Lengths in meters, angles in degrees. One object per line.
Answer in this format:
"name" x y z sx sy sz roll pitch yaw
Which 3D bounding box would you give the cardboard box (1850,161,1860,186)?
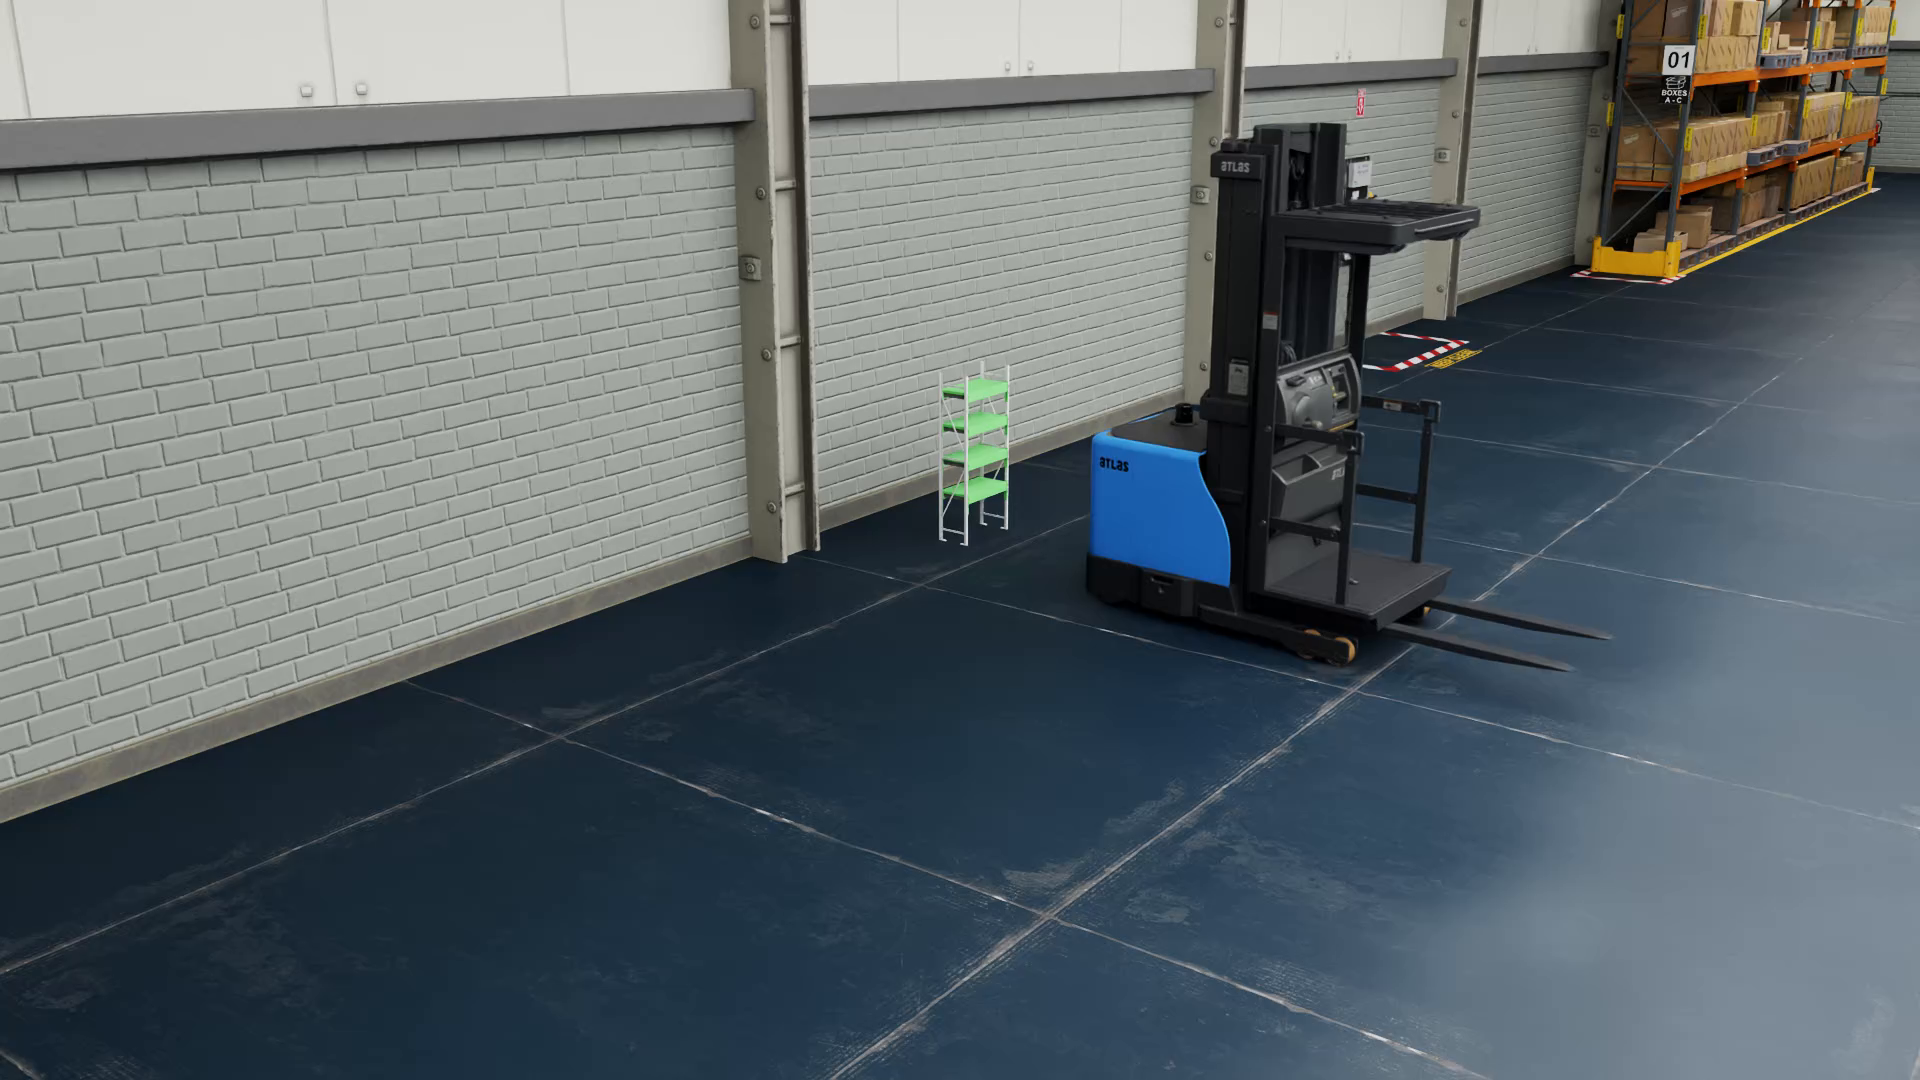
"cardboard box" 18.695 -7.830 35.406 0.700 0.500 0.500 12 21 35

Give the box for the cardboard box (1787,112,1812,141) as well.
"cardboard box" 15.058 -7.491 30.104 0.500 0.500 0.500 13 22 36

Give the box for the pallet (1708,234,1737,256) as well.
"pallet" 11.808 -4.770 26.749 1.003 0.211 1.213 12 21 35

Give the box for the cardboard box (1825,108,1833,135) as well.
"cardboard box" 16.272 -7.977 31.670 0.500 0.500 0.500 12 21 35

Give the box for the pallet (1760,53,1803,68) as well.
"pallet" 13.249 -7.987 27.664 1.213 0.211 1.003 12 21 35

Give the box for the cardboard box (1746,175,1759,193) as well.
"cardboard box" 13.484 -6.167 28.753 0.500 0.250 0.500 12 21 34

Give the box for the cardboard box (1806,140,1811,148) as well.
"cardboard box" 15.329 -7.255 30.438 0.380 0.149 0.250 13 22 36

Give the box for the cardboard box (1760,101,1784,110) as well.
"cardboard box" 14.382 -7.701 29.481 0.380 0.149 0.250 9 20 28

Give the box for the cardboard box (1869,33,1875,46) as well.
"cardboard box" 18.185 -10.143 33.668 0.500 0.250 0.500 12 21 33

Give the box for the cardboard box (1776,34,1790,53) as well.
"cardboard box" 13.717 -8.420 28.534 0.797 0.503 0.637 16 24 42

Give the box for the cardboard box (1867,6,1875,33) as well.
"cardboard box" 17.898 -10.385 33.181 0.500 0.500 0.500 12 21 34

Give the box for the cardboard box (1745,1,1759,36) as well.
"cardboard box" 11.779 -7.935 25.293 0.500 0.500 0.500 14 22 38

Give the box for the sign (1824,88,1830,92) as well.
"sign" 18.888 -9.677 36.255 0.100 0.325 0.005 12 21 35

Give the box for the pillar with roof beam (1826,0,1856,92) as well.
"pillar with roof beam" 23.701 -12.027 35.298 9.100 9.000 0.400 12 21 35

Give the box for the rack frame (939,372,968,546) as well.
"rack frame" -0.047 -0.554 11.506 0.240 1.200 0.015 12 21 35

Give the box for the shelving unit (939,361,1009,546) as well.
"shelving unit" 0.099 -0.612 11.693 0.258 1.200 0.503 12 21 35

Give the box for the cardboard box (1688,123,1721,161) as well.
"cardboard box" 10.938 -5.910 24.672 0.500 0.500 0.500 12 21 33

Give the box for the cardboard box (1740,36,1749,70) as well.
"cardboard box" 11.766 -7.476 25.500 0.500 0.500 0.500 10 20 30

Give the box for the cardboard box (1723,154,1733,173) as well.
"cardboard box" 11.550 -5.800 25.583 0.500 0.250 0.500 12 21 34

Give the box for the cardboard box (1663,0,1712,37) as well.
"cardboard box" 10.221 -7.332 23.350 0.500 0.500 0.500 11 20 31

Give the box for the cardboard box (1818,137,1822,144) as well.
"cardboard box" 16.180 -7.638 31.671 0.380 0.149 0.250 12 21 33

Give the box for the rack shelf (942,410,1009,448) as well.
"rack shelf" 0.099 -0.781 11.641 0.258 0.148 0.480 12 21 35

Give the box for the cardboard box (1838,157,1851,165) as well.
"cardboard box" 18.136 -7.824 34.294 0.380 0.149 0.250 12 21 33

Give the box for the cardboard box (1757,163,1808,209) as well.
"cardboard box" 15.107 -6.547 30.685 0.750 0.750 0.750 12 21 34

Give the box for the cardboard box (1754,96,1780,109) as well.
"cardboard box" 14.625 -7.932 30.261 0.500 0.250 0.500 13 22 36

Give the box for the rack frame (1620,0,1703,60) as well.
"rack frame" 9.797 -8.181 22.914 1.000 3.000 0.127 12 21 35

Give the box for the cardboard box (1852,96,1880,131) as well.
"cardboard box" 19.034 -9.146 35.633 0.980 0.700 0.700 14 22 37

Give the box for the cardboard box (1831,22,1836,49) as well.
"cardboard box" 16.334 -9.674 31.870 0.700 0.500 0.500 11 20 32

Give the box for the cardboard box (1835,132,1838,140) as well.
"cardboard box" 16.973 -7.933 32.621 0.380 0.149 0.250 13 21 35

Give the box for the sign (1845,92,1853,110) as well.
"sign" 17.388 -8.595 32.546 0.100 0.325 0.005 12 21 35

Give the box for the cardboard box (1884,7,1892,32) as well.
"cardboard box" 19.113 -10.871 34.747 0.500 0.500 0.500 12 21 35

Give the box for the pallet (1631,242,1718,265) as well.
"pallet" 11.082 -4.479 25.810 1.003 0.211 1.213 12 21 35

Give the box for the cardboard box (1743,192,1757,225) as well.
"cardboard box" 13.209 -5.709 28.544 0.700 0.500 0.500 13 21 35

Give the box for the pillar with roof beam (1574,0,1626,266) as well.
"pillar with roof beam" 12.976 -7.740 21.493 9.100 9.000 0.400 12 21 35

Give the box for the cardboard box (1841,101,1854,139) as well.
"cardboard box" 17.283 -8.443 33.369 0.980 0.700 0.700 13 21 36

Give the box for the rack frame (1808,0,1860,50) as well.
"rack frame" 16.947 -11.039 32.117 1.000 3.000 0.127 12 21 35

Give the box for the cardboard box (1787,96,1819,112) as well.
"cardboard box" 15.361 -7.969 30.380 0.500 0.250 0.500 12 21 34

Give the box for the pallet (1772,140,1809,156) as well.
"pallet" 14.224 -6.941 29.360 1.213 0.211 1.003 12 21 35

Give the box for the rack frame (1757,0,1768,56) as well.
"rack frame" 12.180 -9.133 25.981 1.000 3.000 0.127 12 21 35

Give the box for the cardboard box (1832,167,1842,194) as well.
"cardboard box" 17.475 -7.341 33.831 0.700 0.500 0.500 13 21 35

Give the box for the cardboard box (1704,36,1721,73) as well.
"cardboard box" 10.545 -6.963 23.846 0.500 0.500 0.500 14 22 38

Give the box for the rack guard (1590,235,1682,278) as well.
"rack guard" 9.842 -4.140 24.232 1.175 0.500 0.348 12 21 35

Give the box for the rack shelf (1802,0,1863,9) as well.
"rack shelf" 15.755 -10.028 30.749 1.077 0.370 4.000 12 21 35

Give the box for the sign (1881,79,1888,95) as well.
"sign" 19.758 -9.693 35.549 0.100 0.325 0.005 12 21 35

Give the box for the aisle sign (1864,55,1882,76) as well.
"aisle sign" 19.614 -10.332 35.574 0.394 0.787 0.004 12 21 35

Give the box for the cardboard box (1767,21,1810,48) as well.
"cardboard box" 14.801 -9.035 29.812 0.700 0.500 0.500 11 20 30

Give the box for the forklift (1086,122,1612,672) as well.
"forklift" 2.256 -0.858 9.566 3.031 2.935 1.130 14 22 37

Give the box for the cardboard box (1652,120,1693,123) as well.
"cardboard box" 10.819 -6.123 25.359 0.500 0.500 0.500 13 21 35

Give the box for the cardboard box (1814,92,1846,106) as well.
"cardboard box" 16.874 -8.575 32.330 0.500 0.250 0.500 13 22 36

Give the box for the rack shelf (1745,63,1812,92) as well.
"rack shelf" 13.372 -7.834 28.067 1.077 0.370 4.000 12 21 35

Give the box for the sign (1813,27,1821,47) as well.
"sign" 14.998 -8.804 29.107 0.100 0.325 0.005 12 21 35

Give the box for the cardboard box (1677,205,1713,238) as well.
"cardboard box" 11.594 -5.030 26.358 0.500 0.500 0.500 11 20 31

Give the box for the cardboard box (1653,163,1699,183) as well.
"cardboard box" 10.342 -5.314 24.016 0.500 0.250 0.500 12 21 33

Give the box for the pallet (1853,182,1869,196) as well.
"pallet" 18.916 -7.590 35.831 1.003 0.211 1.213 12 21 35

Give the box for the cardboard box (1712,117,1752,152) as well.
"cardboard box" 12.147 -6.397 26.241 0.500 0.500 0.500 12 21 35

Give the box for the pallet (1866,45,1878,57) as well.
"pallet" 18.170 -10.046 34.128 1.003 0.211 1.213 12 21 35

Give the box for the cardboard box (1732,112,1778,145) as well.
"cardboard box" 13.567 -7.065 28.525 0.700 0.500 0.500 12 21 35
